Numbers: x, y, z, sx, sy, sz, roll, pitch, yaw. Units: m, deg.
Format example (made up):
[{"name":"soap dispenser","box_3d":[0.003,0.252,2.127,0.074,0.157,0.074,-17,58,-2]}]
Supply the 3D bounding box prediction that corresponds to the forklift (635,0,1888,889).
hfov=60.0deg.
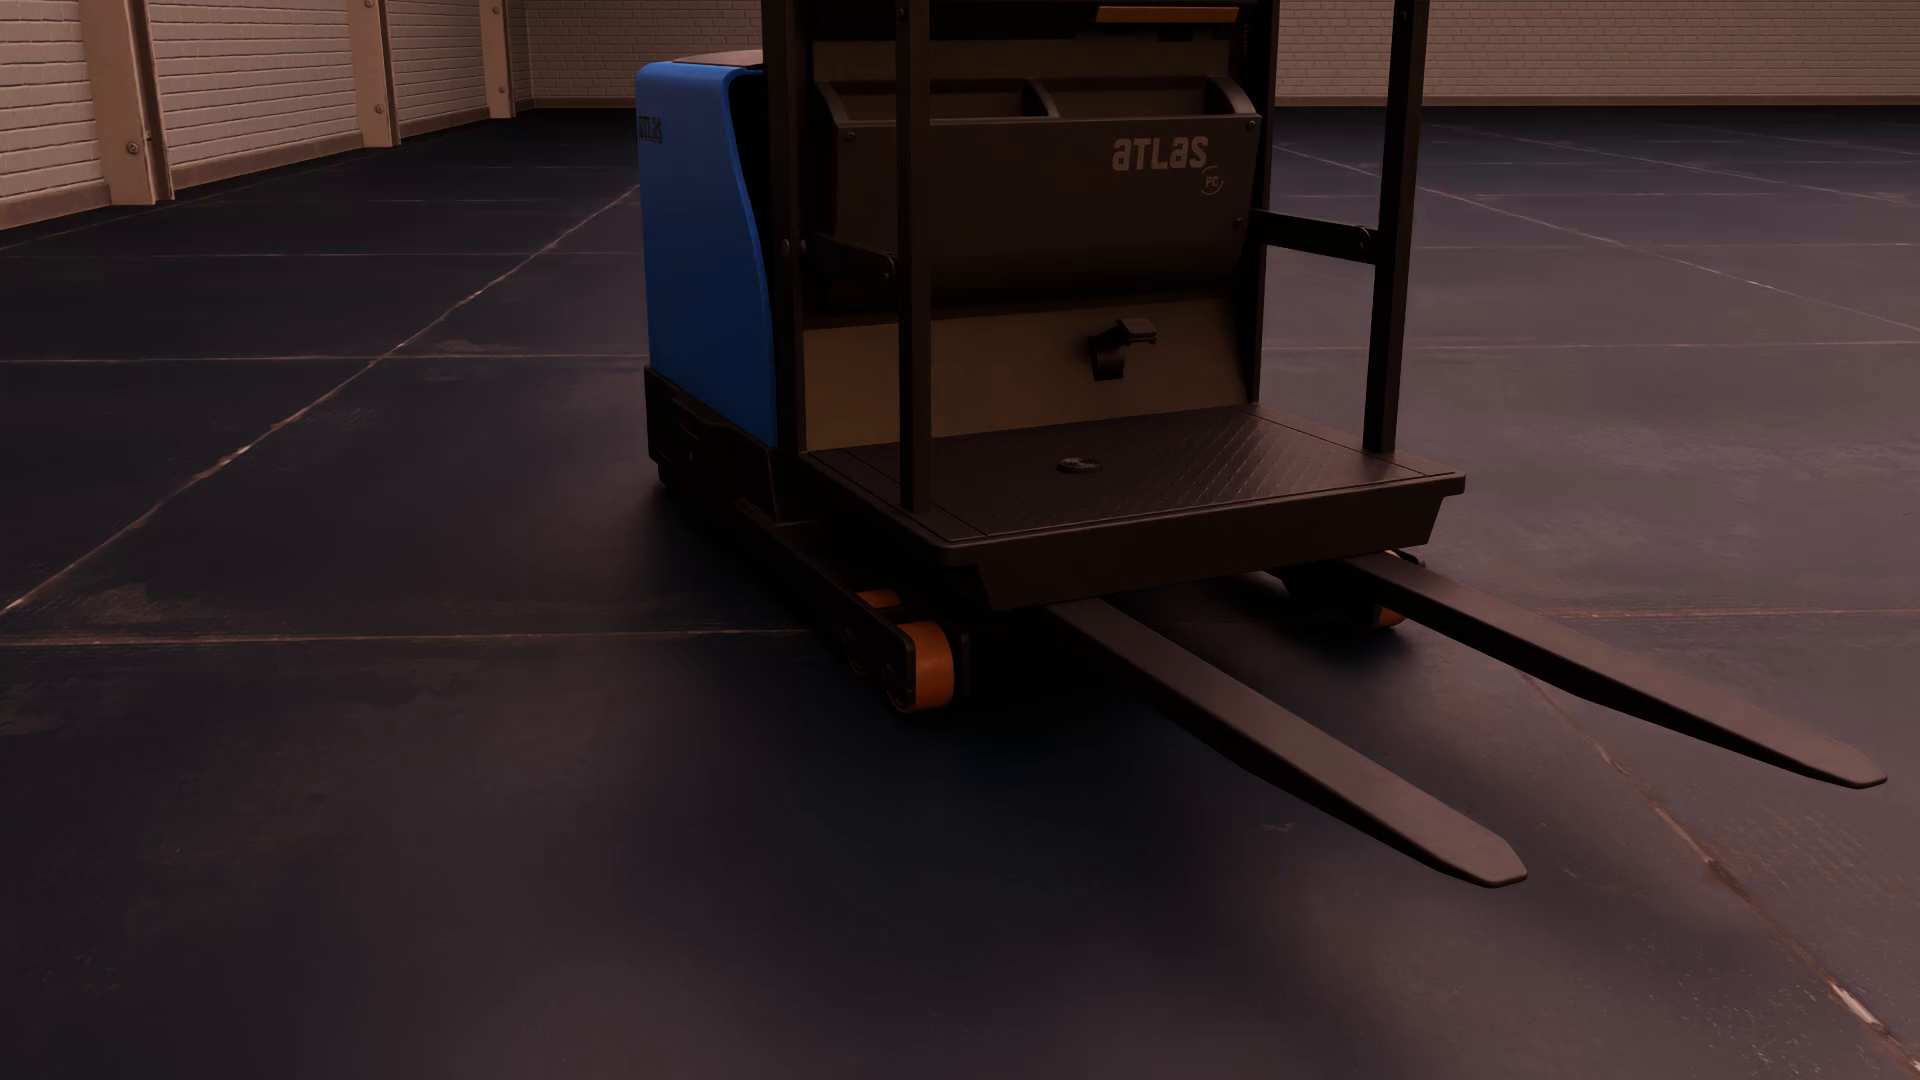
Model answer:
[{"name":"forklift","box_3d":[0.258,-1.240,2.962,1.130,2.935,3.031,-8,19,-24]}]
